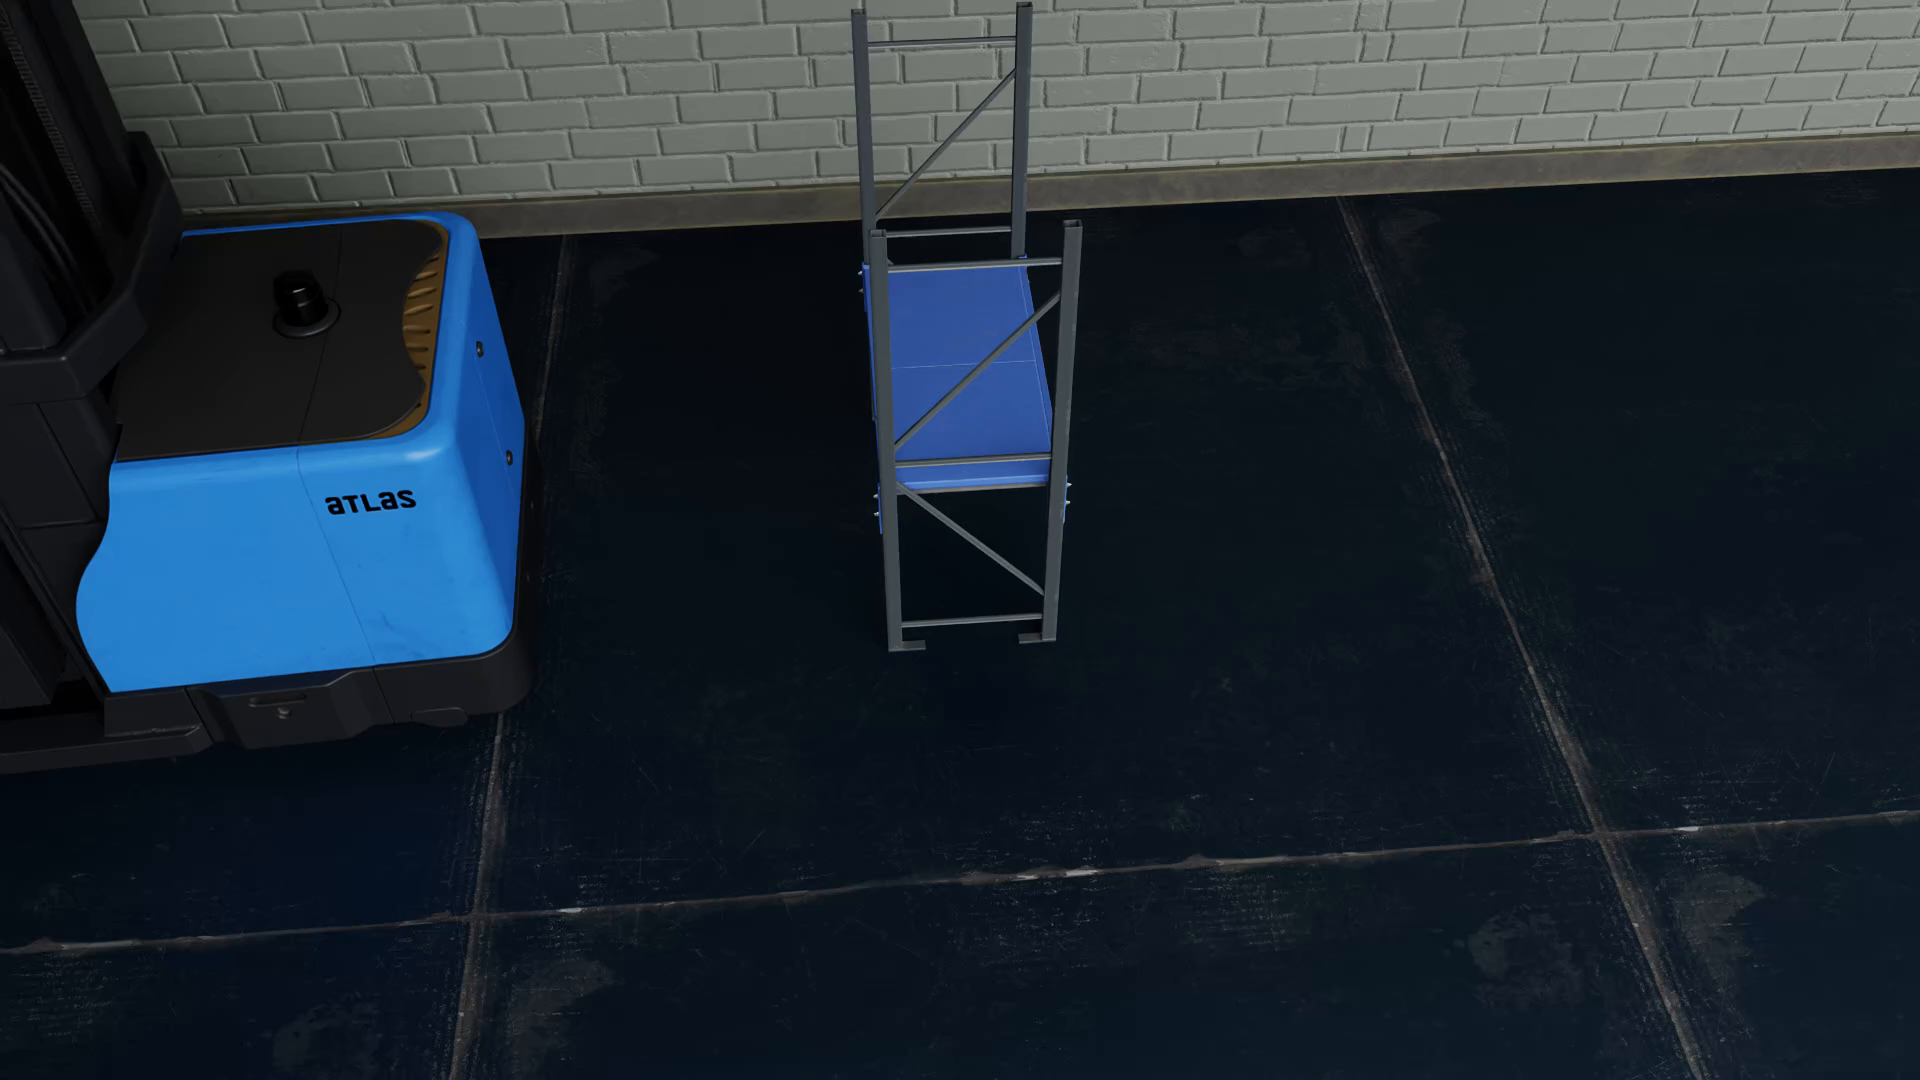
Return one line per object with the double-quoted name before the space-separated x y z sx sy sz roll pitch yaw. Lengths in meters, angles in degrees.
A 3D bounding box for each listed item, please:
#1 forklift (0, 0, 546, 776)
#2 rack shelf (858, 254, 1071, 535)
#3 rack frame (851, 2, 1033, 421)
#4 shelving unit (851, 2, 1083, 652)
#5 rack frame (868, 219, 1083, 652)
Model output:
"forklift" -2.775 -0.710 3.904 3.031 2.935 1.130 -6 47 -5
"rack shelf" -0.007 -0.454 4.895 0.538 0.185 1.000 -3 47 -3
"rack frame" -0.050 -0.945 5.112 0.500 1.500 0.032 -3 47 -3
"shelving unit" -0.007 -0.577 4.764 0.538 1.500 1.048 -3 47 -3
"rack frame" 0.035 -0.210 4.416 0.500 1.500 0.032 -3 47 -3
